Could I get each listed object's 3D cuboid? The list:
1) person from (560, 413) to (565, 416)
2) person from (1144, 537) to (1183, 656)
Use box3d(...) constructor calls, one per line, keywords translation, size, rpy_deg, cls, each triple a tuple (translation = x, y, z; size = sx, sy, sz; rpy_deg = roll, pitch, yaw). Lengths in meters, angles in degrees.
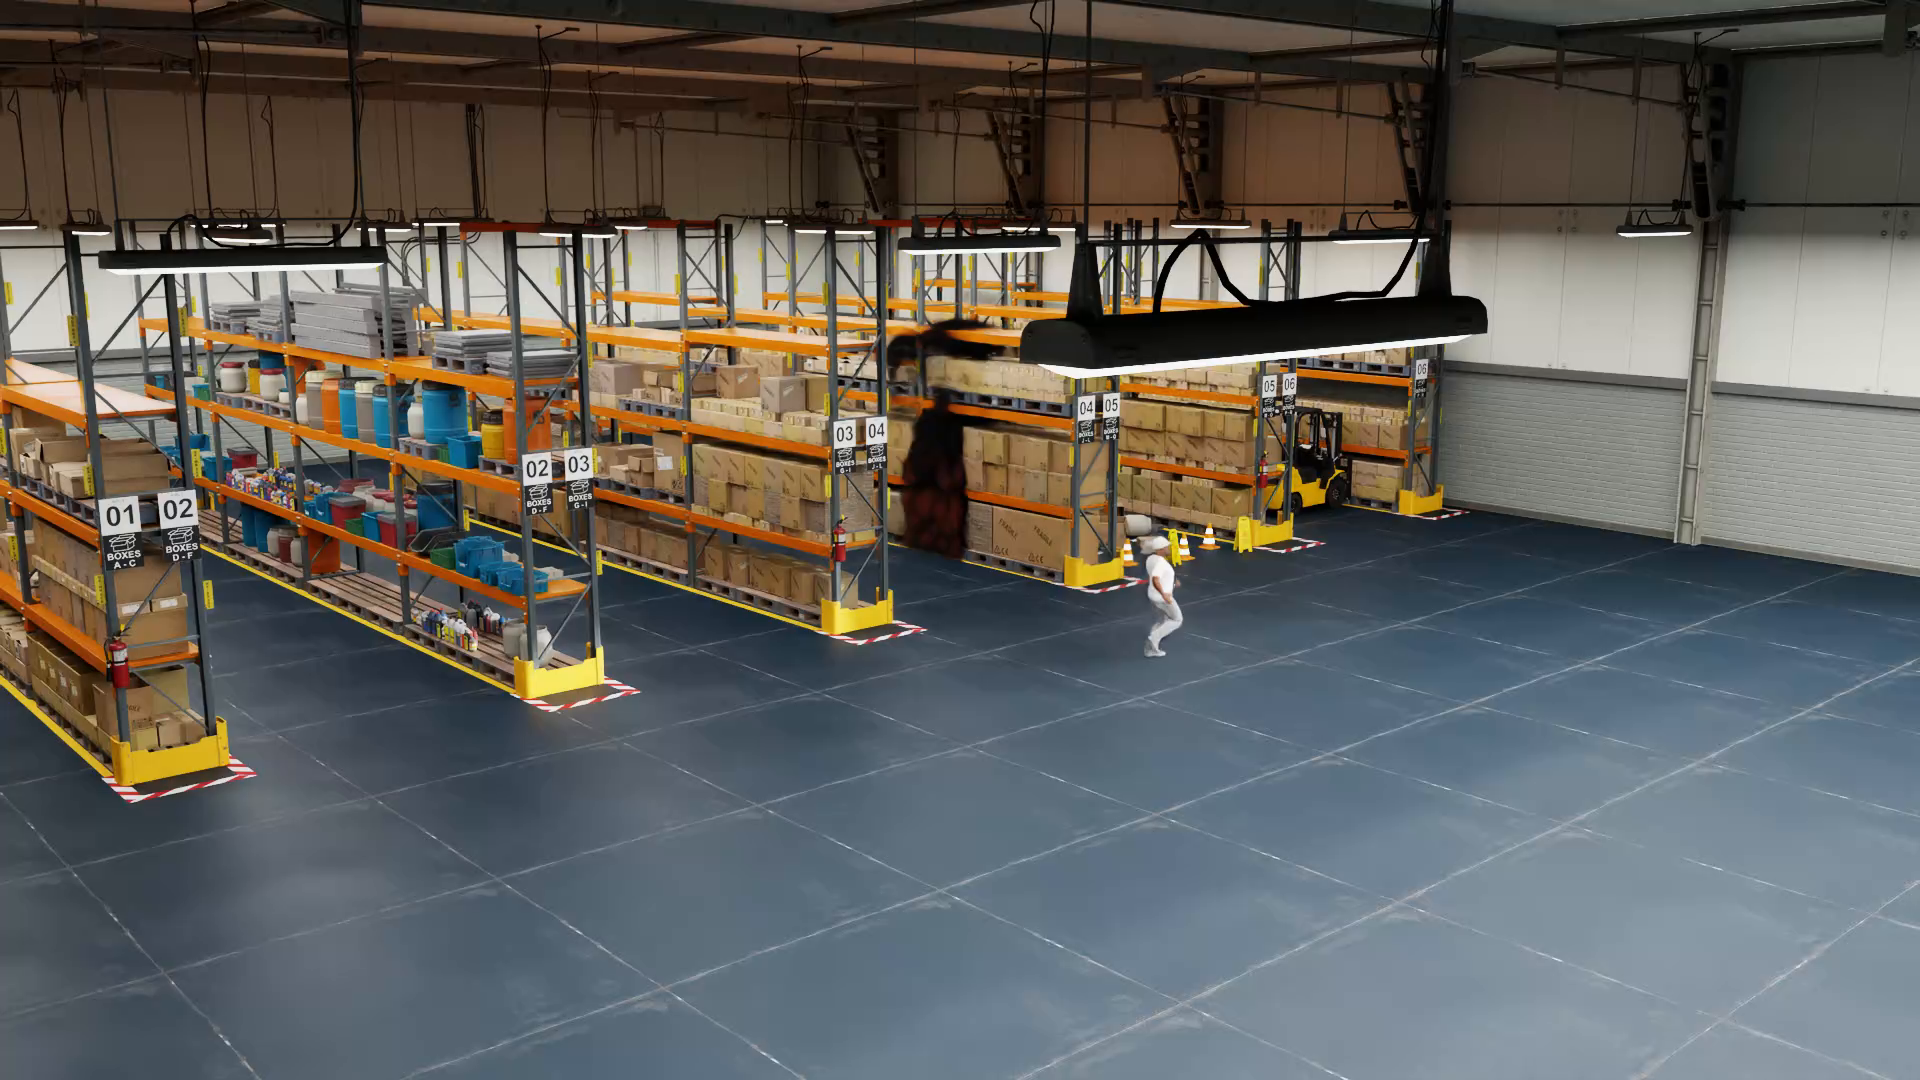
box3d(translation=(-9.231, -2.149, 38.453), size=(0.568, 1.564, 0.868), rpy_deg=(-4, 12, -20), cls="person")
box3d(translation=(2.887, 0.802, 23.511), size=(0.588, 1.724, 0.691), rpy_deg=(-3, 12, -14), cls="person")
